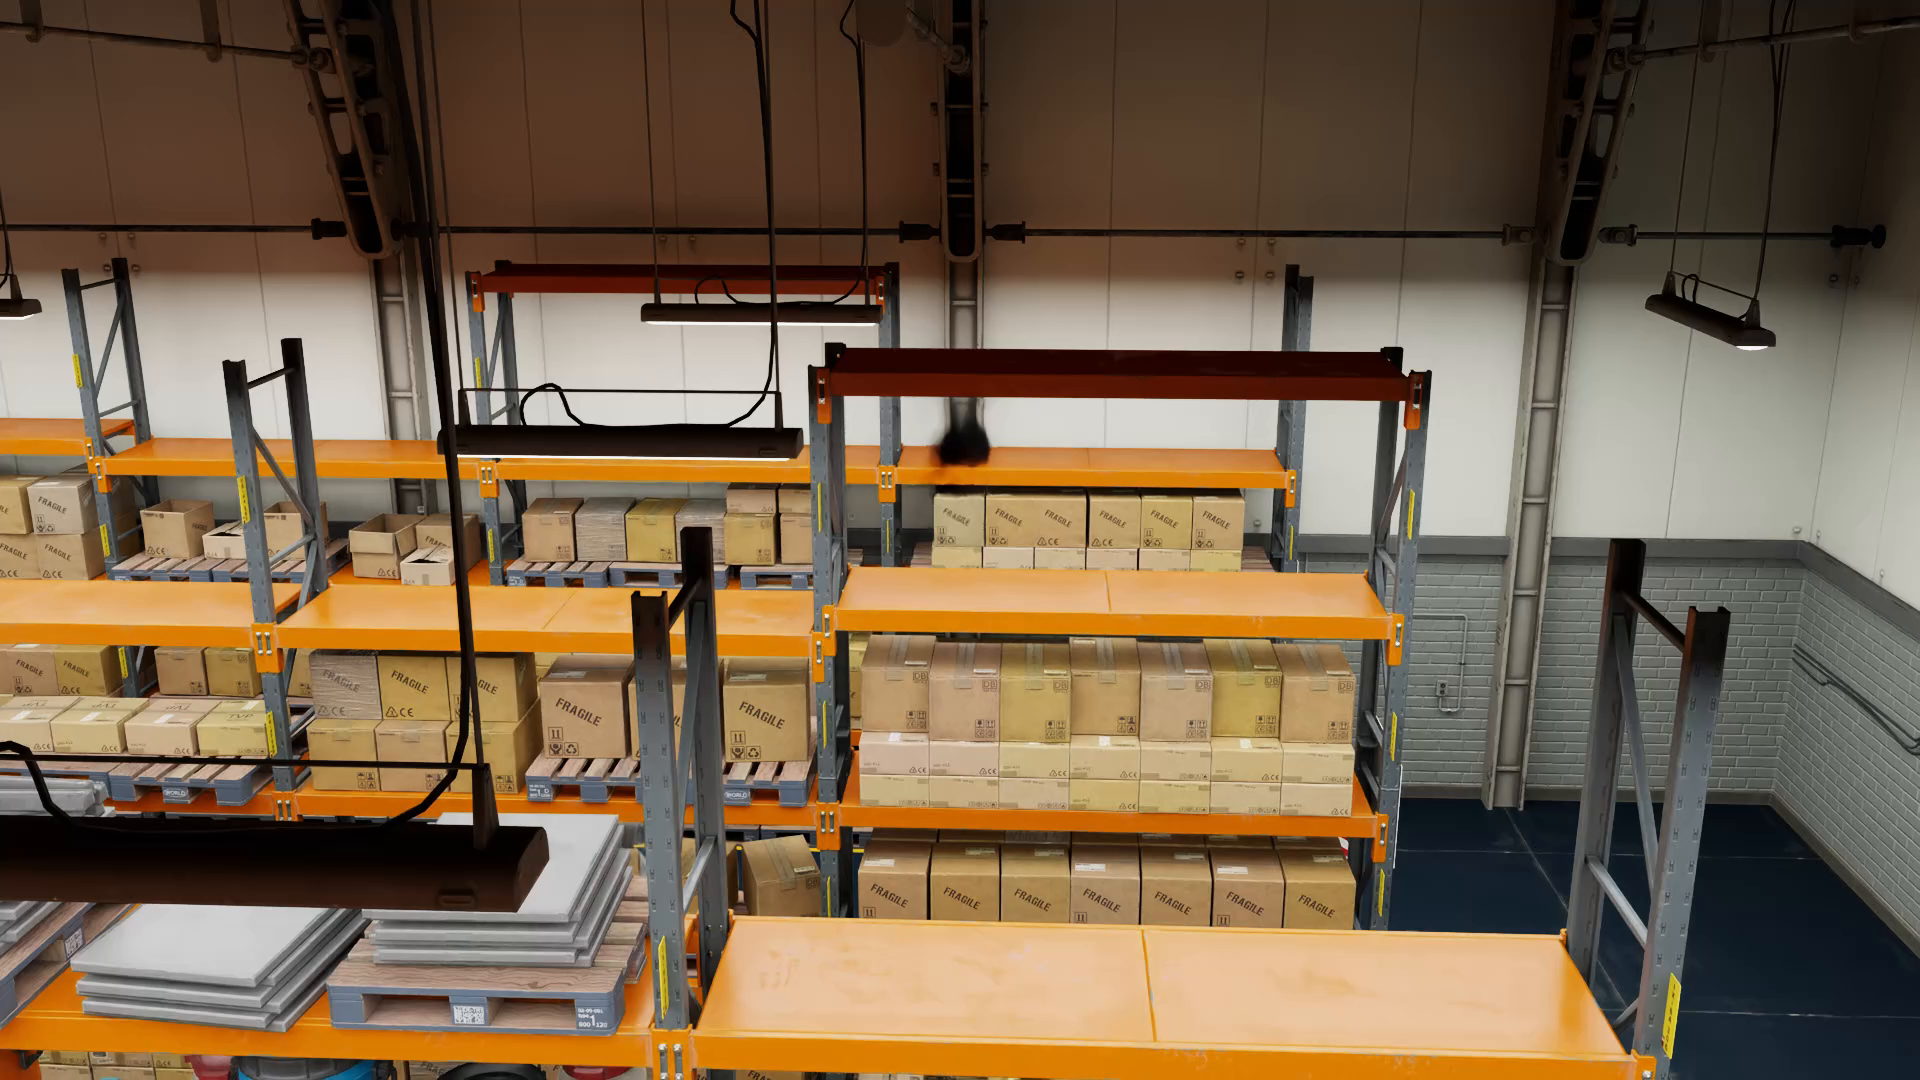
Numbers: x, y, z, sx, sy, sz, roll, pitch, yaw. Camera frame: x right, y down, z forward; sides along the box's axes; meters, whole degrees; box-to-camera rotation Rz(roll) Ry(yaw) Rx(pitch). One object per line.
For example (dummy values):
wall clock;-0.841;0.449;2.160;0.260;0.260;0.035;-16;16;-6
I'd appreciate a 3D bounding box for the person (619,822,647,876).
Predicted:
person;-3.285;2.743;16.261;0.646;1.583;0.539;3;16;10
